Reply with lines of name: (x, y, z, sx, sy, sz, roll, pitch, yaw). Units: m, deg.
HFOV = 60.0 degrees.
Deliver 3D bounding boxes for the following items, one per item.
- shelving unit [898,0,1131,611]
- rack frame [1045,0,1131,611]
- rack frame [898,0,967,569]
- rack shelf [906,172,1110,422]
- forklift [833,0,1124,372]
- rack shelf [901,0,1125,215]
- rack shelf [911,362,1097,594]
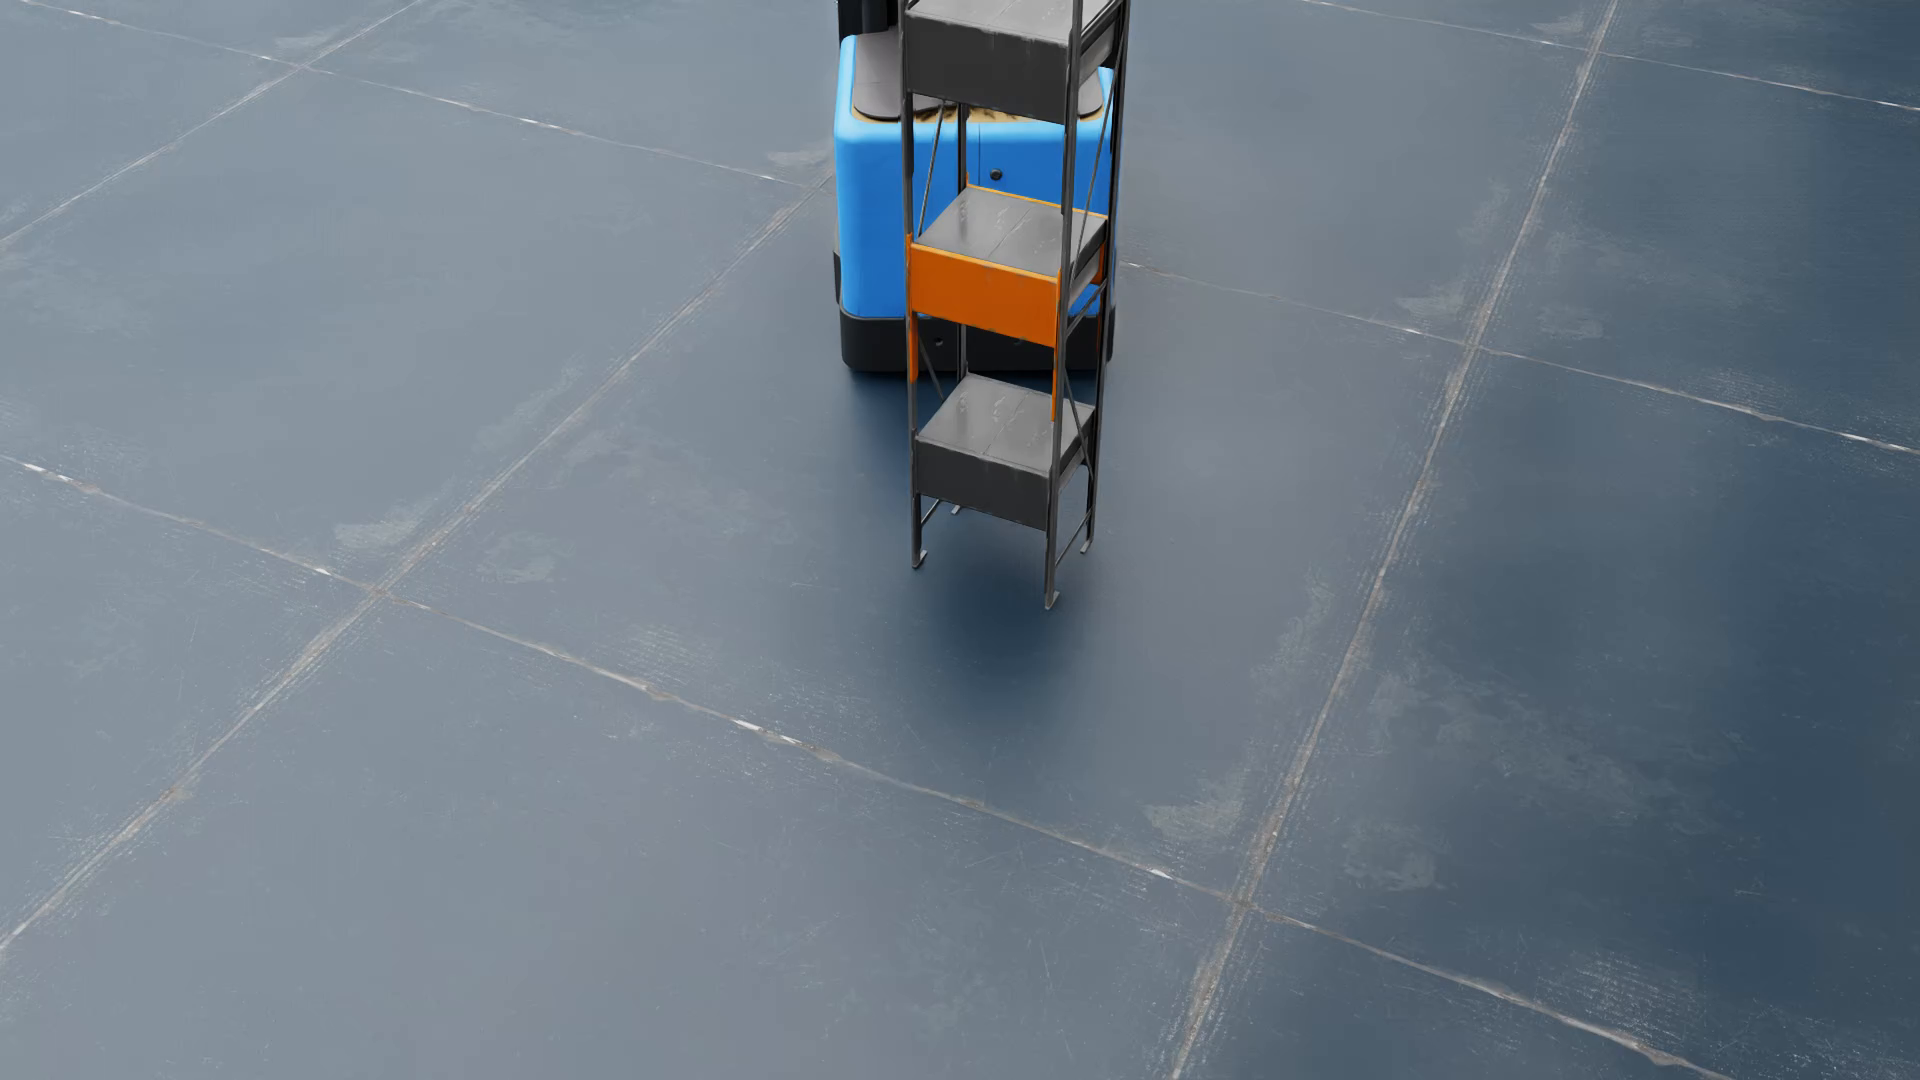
shelving unit: (0.150, -0.748, 5.009, 0.503, 2.100, 0.431, 17, 44, 19)
rack frame: (0.371, -0.680, 4.931, 0.015, 2.100, 0.400, 17, 44, 19)
rack frame: (-0.071, -0.815, 5.087, 0.015, 2.100, 0.400, 17, 44, 19)
rack shelf: (0.150, -0.737, 5.018, 0.480, 0.518, 0.431, 17, 44, 19)
forklift: (0.042, -2.694, 6.620, 1.130, 2.935, 3.031, -1, 41, -1)
rack shelf: (0.150, -1.266, 4.560, 0.480, 0.518, 0.431, 17, 44, 19)
rack shelf: (0.150, -0.208, 5.477, 0.480, 0.518, 0.431, 17, 44, 19)
